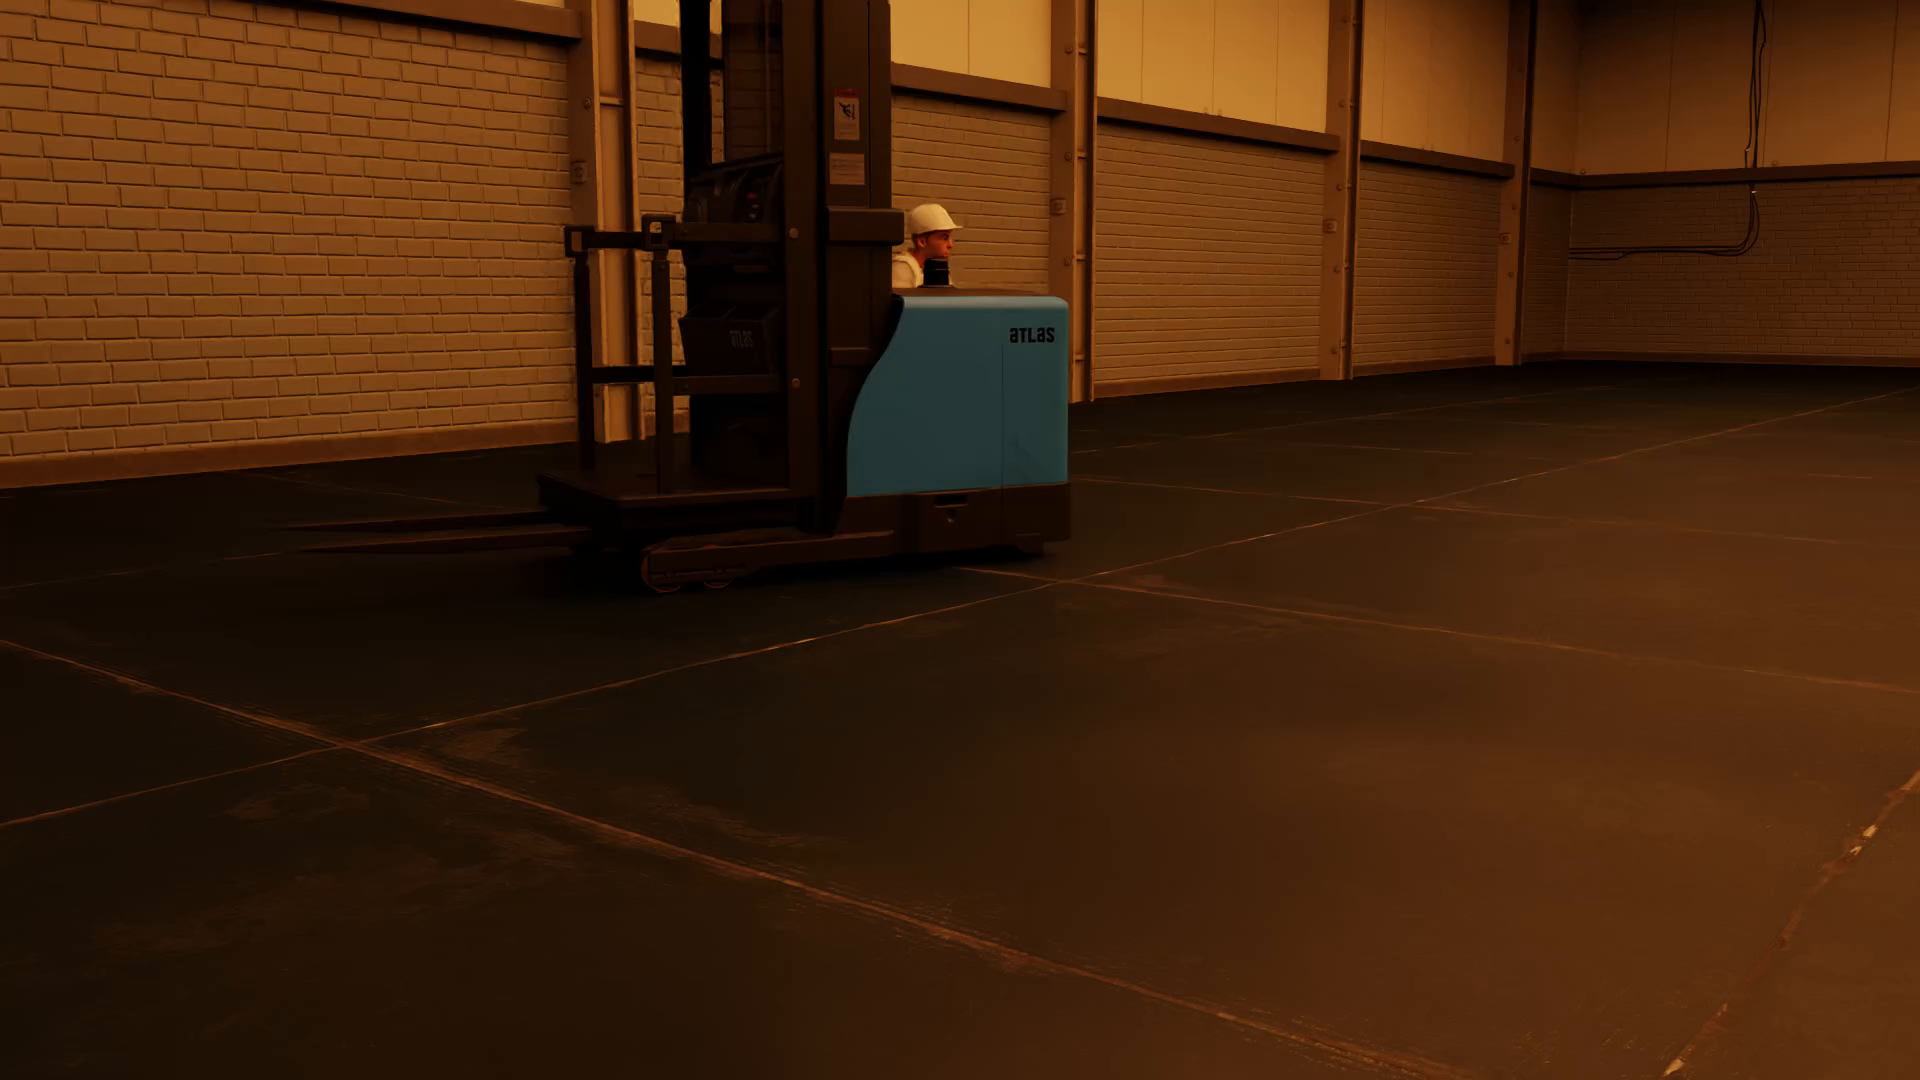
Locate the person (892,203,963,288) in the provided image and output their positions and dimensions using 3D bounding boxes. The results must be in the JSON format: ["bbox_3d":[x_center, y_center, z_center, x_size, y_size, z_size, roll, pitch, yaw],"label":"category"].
[{"bbox_3d":[0.014,-0.832,8.026,0.898,1.566,0.787,3,9,20],"label":"person"}]

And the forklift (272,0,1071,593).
[{"bbox_3d":[-1.078,-1.343,6.457,3.031,2.935,1.130,-5,9,-29],"label":"forklift"}]
